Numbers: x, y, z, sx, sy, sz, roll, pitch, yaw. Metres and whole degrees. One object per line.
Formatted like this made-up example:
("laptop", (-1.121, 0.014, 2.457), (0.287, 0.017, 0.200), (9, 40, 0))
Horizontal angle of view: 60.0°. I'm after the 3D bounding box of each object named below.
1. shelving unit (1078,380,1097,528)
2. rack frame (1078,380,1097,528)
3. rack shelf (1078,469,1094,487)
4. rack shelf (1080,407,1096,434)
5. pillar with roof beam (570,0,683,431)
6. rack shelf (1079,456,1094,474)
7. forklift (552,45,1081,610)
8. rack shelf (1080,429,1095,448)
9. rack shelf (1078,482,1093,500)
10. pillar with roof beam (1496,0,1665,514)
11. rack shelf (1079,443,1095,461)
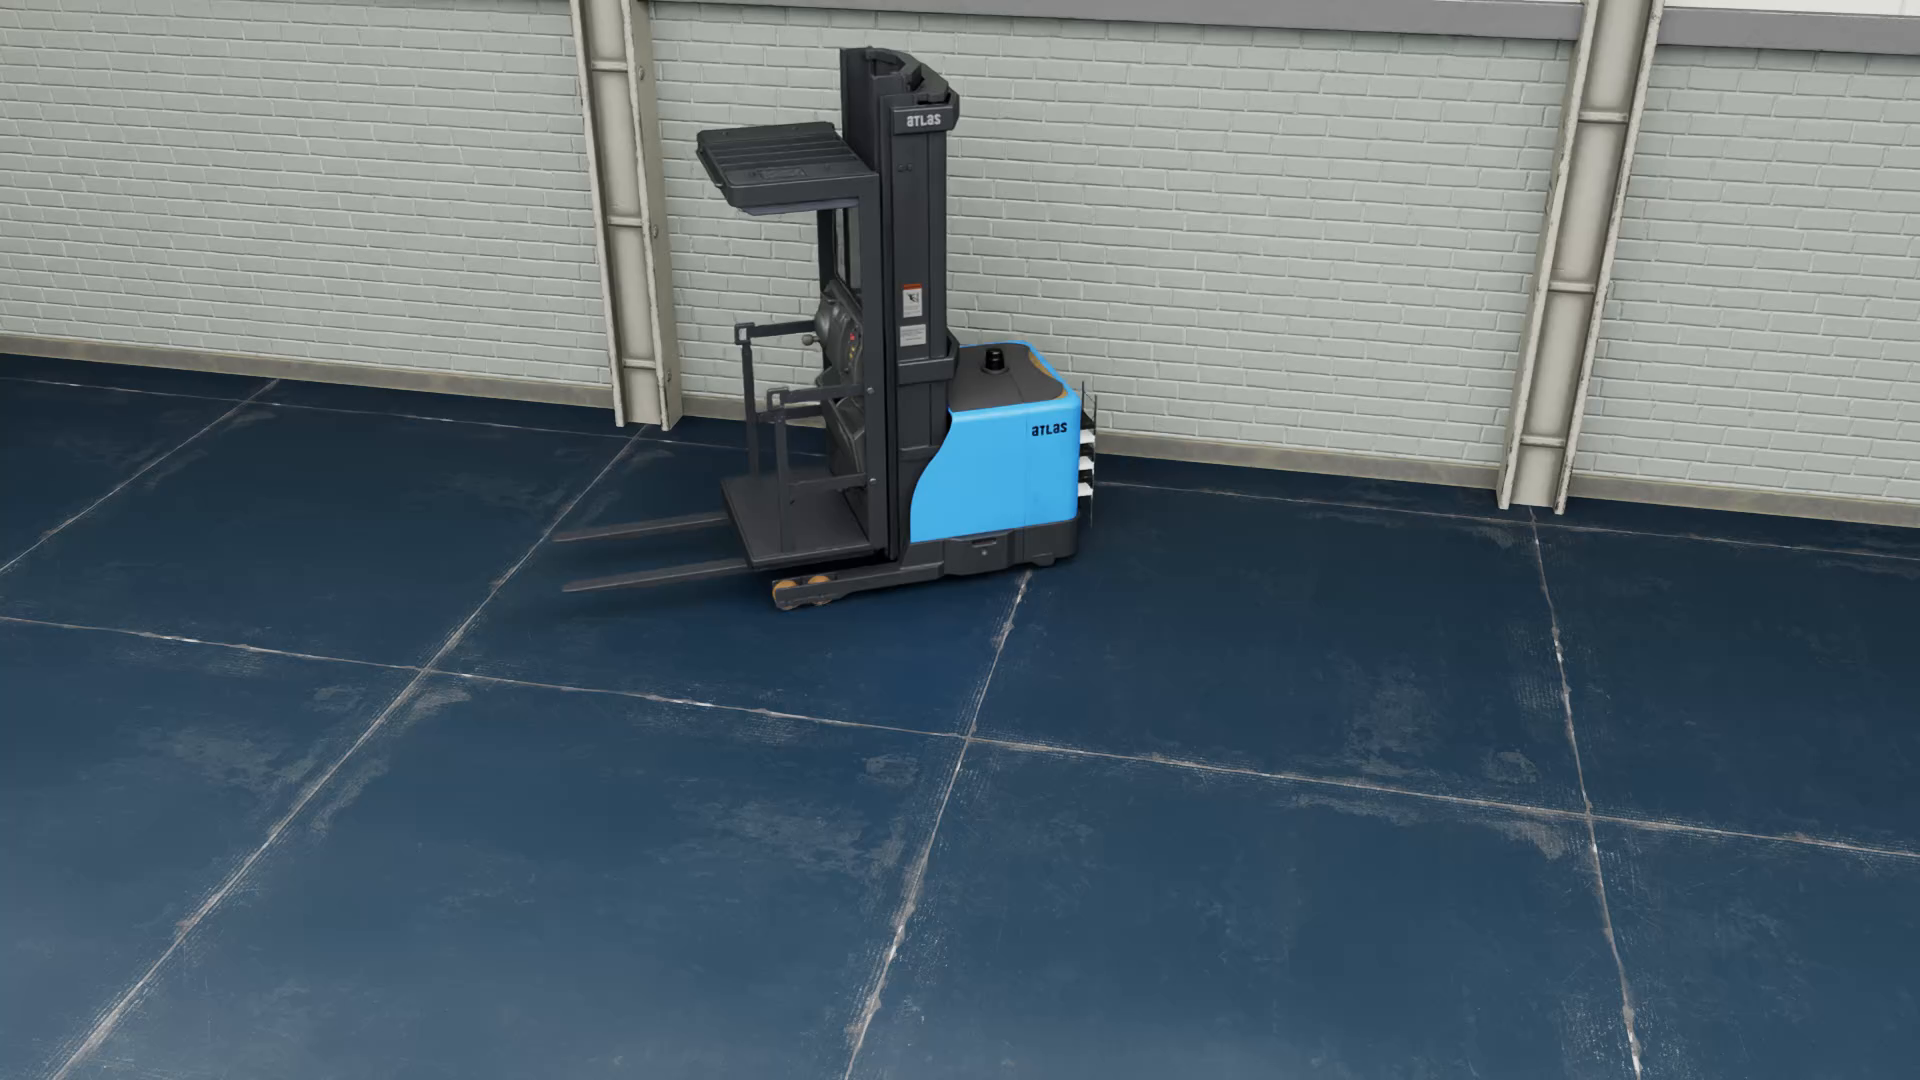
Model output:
("shelving unit", (0.688, -0.511, 10.246), (0.210, 0.900, 0.258), (-8, 30, -15))
("rack frame", (0.785, -0.525, 10.272), (0.006, 0.900, 0.240), (-8, 30, -15))
("rack shelf", (0.688, -0.403, 10.305), (0.200, 0.077, 0.258), (-8, 30, -15))
("rack shelf", (0.688, -0.718, 10.132), (0.200, 0.077, 0.258), (-8, 30, -15))
("pillar with roof beam", (-3.098, -2.781, 5.959), (0.400, 9.000, 9.100), (6, 29, 11))
("rack shelf", (0.688, -0.482, 10.262), (0.200, 0.077, 0.258), (-8, 30, -15))
("forklift", (-0.864, -1.169, 9.333), (3.031, 2.935, 1.130), (-8, 30, -15))
("rack shelf", (0.688, -0.639, 10.175), (0.200, 0.077, 0.258), (-8, 30, -15))
("rack shelf", (0.688, -0.324, 10.348), (0.200, 0.077, 0.258), (-8, 30, -15))
("pillar with roof beam", (2.769, -2.179, 4.860), (0.400, 9.000, 9.100), (6, 29, 11))
("rack shelf", (0.688, -0.560, 10.219), (0.200, 0.077, 0.258), (-8, 30, -15))
